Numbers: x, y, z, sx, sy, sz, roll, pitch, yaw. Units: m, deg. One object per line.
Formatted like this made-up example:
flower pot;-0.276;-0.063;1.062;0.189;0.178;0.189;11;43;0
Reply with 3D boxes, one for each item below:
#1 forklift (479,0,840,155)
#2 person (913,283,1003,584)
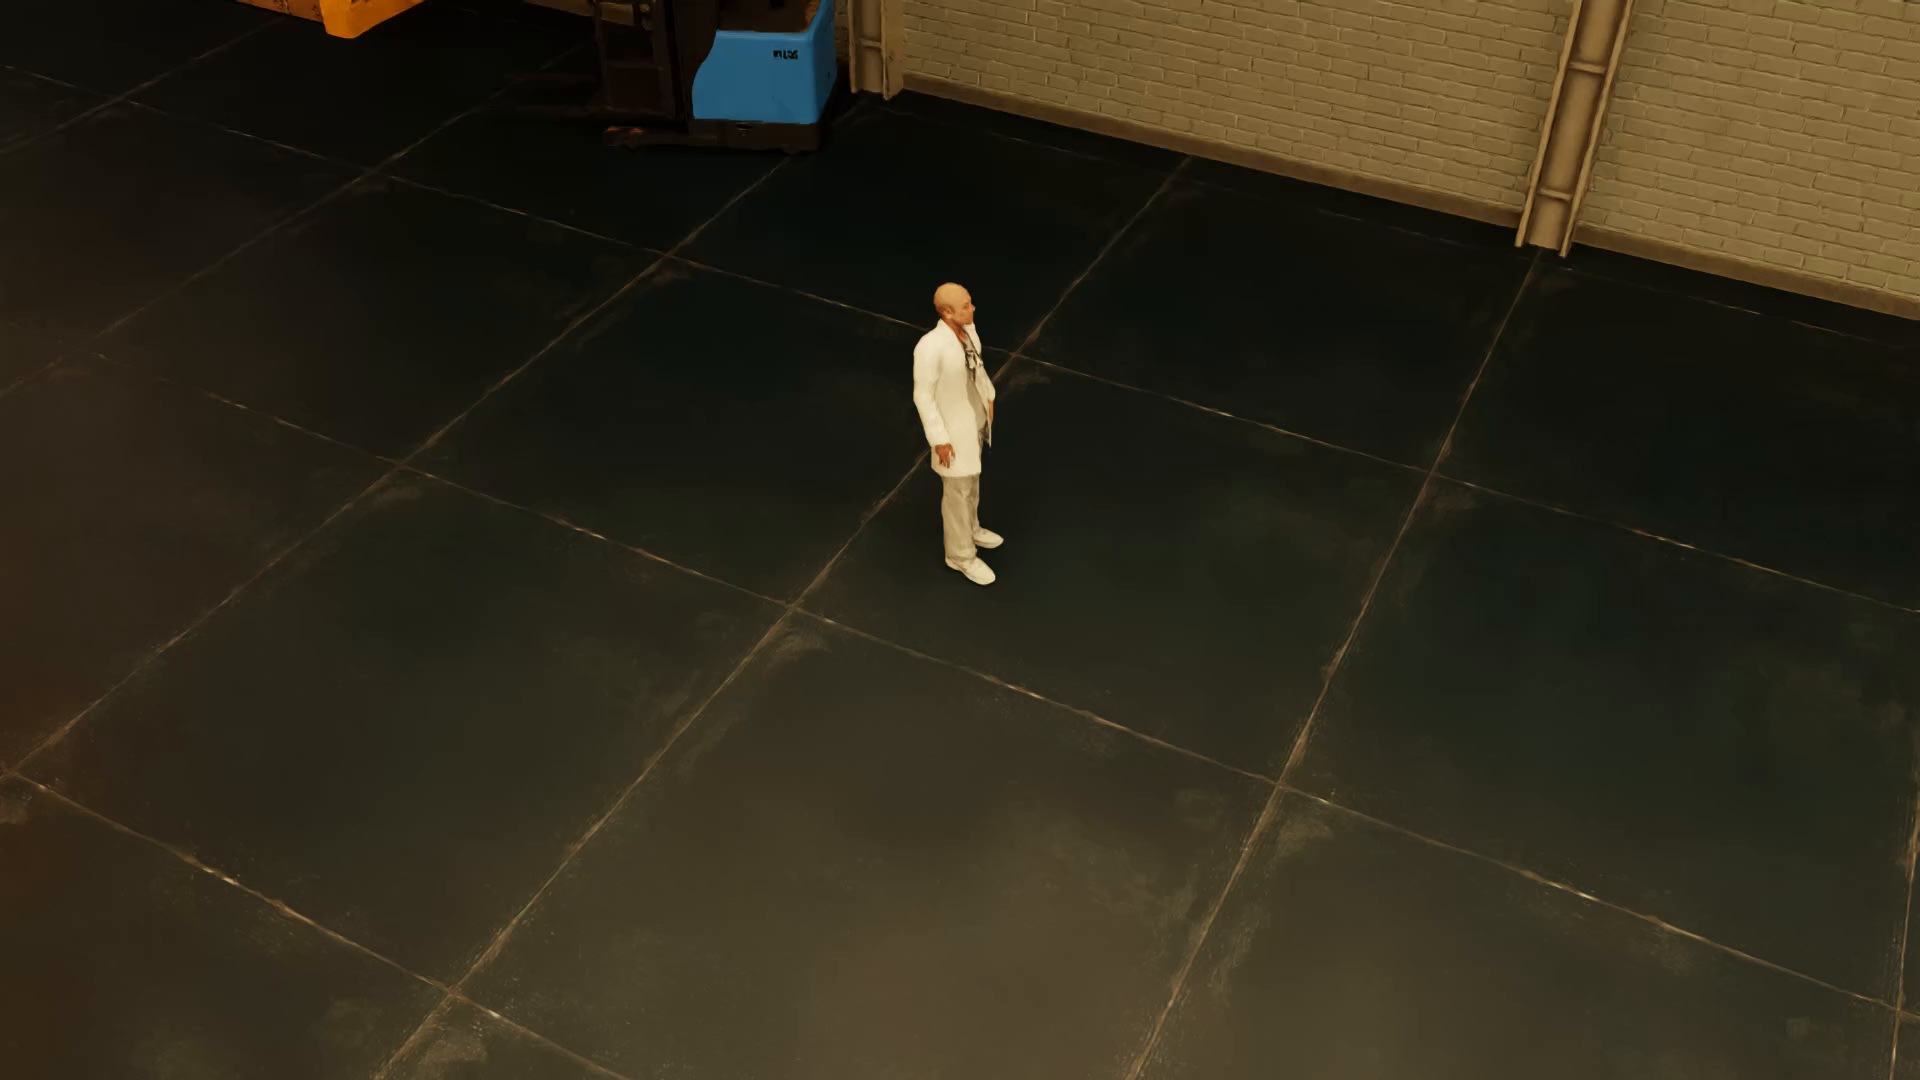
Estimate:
forklift;-2.625;-4.807;13.694;3.031;2.935;1.130;5;40;6
person;0.079;-0.656;9.650;0.579;1.776;0.694;18;43;21
